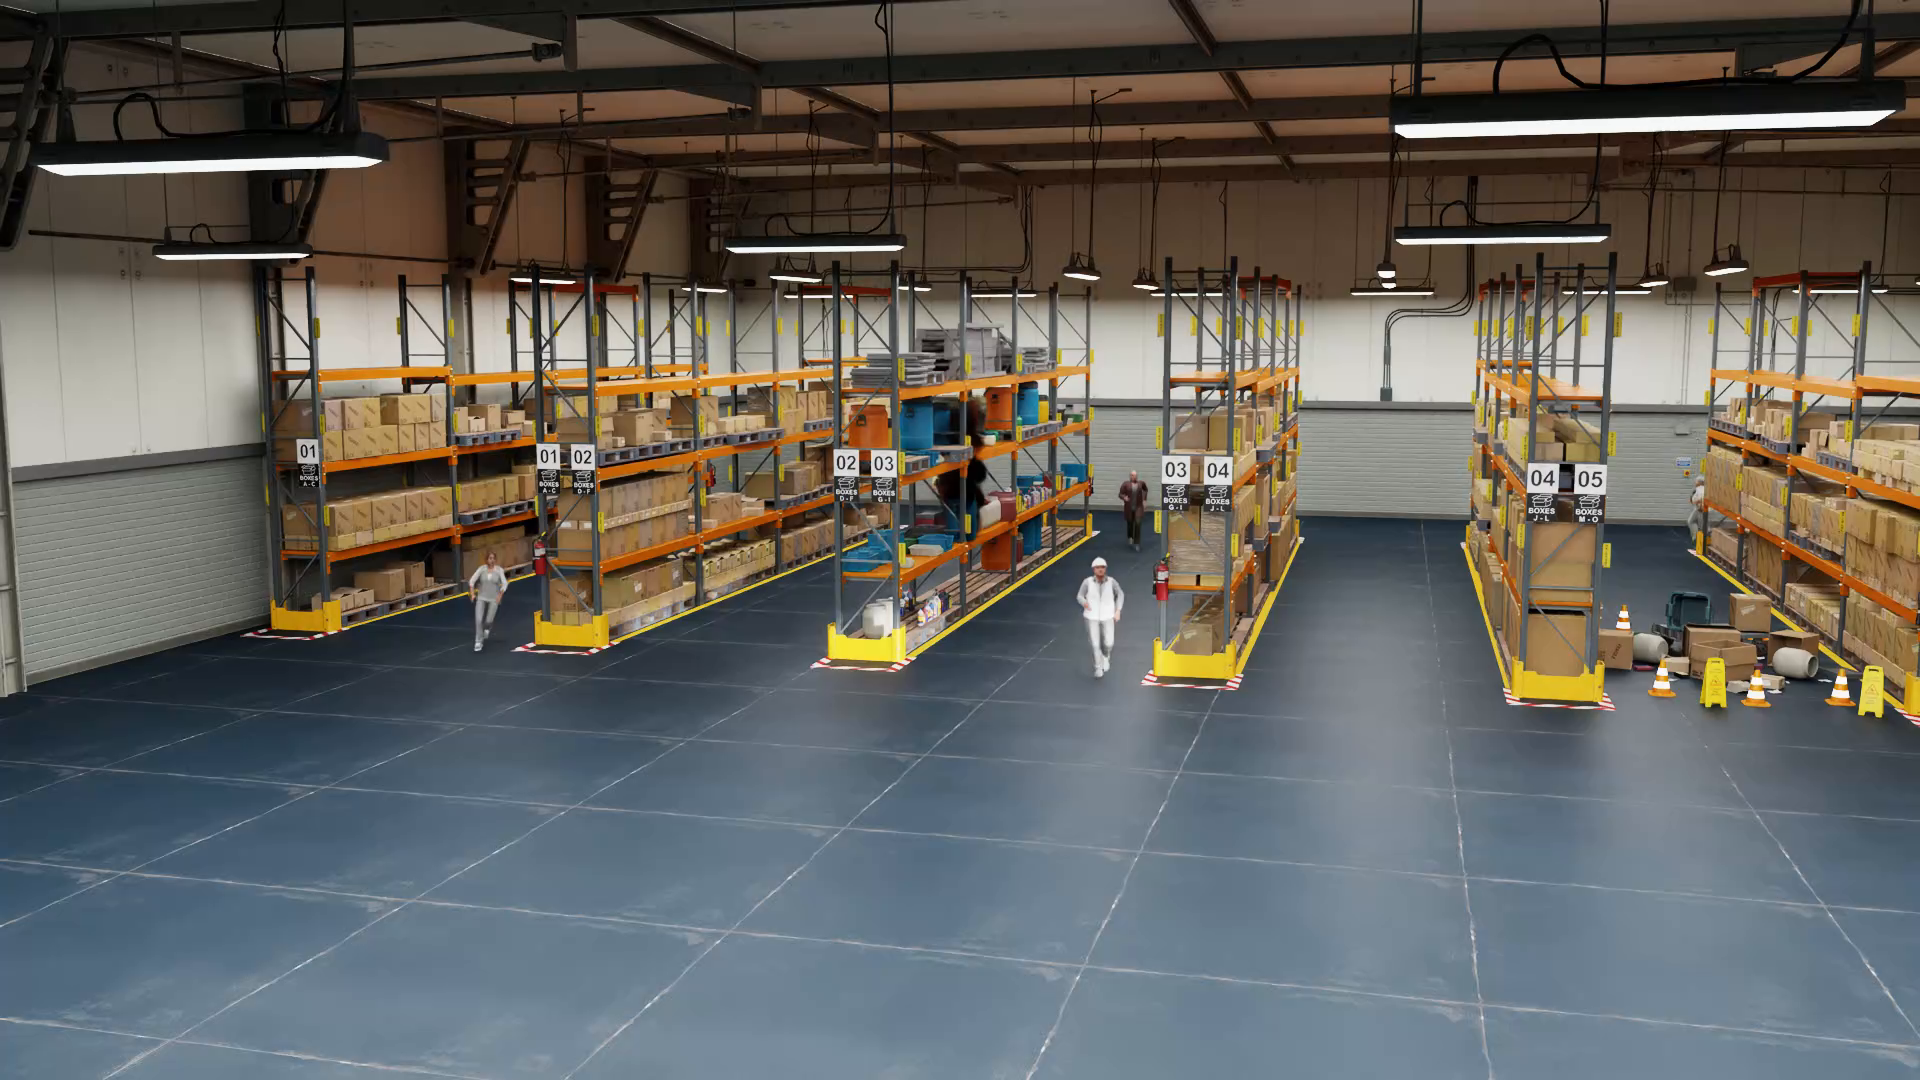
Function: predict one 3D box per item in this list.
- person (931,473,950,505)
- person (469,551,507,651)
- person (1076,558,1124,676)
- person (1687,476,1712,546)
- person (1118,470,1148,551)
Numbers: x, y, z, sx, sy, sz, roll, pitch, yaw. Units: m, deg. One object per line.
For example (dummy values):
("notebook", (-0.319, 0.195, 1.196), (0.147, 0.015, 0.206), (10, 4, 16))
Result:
("person", (-0.424, -1.064, 41.638), (0.654, 1.684, 0.724), (-3, 8, -25))
("person", (-7.425, 0.941, 26.185), (0.581, 1.547, 0.514), (-1, 7, -11))
("person", (2.024, 1.121, 23.961), (0.697, 1.742, 0.622), (0, 7, 1))
("person", (17.077, -0.633, 38.173), (0.680, 1.694, 0.649), (3, 8, 24))
("person", (3.950, -0.697, 37.964), (0.674, 1.803, 1.018), (1, 7, 6))
